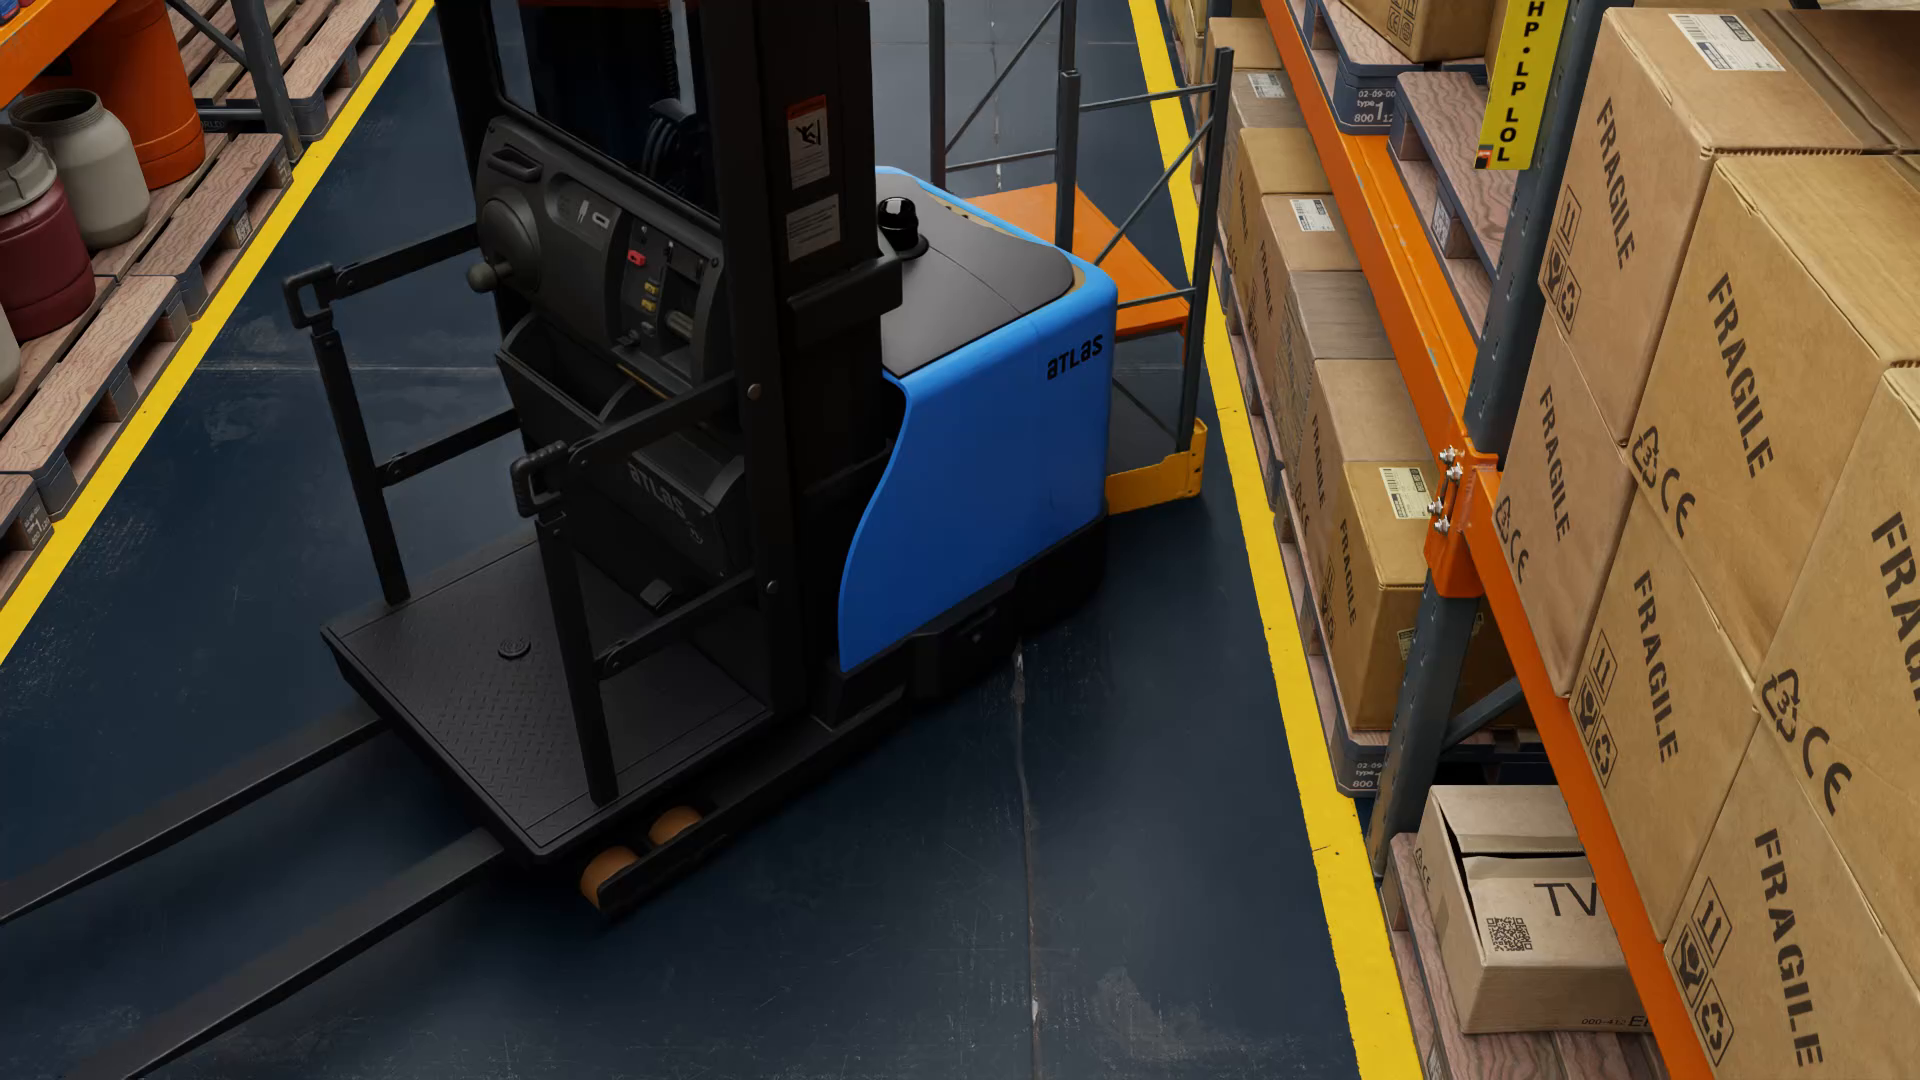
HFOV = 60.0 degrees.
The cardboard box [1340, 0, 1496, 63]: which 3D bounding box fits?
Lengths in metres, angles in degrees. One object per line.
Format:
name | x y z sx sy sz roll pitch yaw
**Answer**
cardboard box | 1.477 -1.661 4.509 0.700 0.500 0.500 -9 40 -11

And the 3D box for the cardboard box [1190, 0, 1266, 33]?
cardboard box | 1.289 -2.492 7.376 0.500 0.311 0.500 1 39 1

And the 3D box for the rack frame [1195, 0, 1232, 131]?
rack frame | 1.536 -2.855 6.414 1.000 3.000 0.127 0 39 0

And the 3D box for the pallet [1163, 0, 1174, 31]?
pallet | 1.576 -3.043 8.878 1.003 0.211 1.213 0 39 0

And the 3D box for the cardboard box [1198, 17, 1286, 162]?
cardboard box | 1.251 -1.767 6.703 0.500 0.500 0.500 2 39 2

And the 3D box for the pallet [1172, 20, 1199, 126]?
pallet | 1.574 -2.282 7.929 1.003 0.211 1.213 0 39 0

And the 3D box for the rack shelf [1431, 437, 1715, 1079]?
rack shelf | 1.543 1.178 1.957 1.077 0.370 4.000 0 39 0

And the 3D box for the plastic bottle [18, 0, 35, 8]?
plastic bottle | -2.989 -1.841 5.242 0.061 0.283 0.133 0 39 0

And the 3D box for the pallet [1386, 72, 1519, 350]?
pallet | 1.649 -0.779 3.976 1.003 0.211 1.213 0 39 0

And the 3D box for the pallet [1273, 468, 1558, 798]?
pallet | 1.502 0.226 4.799 1.003 0.211 1.213 0 39 0

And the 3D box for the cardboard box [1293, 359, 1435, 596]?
cardboard box | 1.261 -0.167 4.707 0.500 0.500 0.500 0 39 0

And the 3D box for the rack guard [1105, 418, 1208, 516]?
rack guard | 0.505 -0.209 5.311 0.587 0.250 0.087 -14 41 -16

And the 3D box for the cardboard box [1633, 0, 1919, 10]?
cardboard box | 1.764 -0.853 3.500 0.700 0.500 0.500 -13 40 -15

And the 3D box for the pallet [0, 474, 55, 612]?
pallet | -3.372 0.253 4.765 1.003 0.211 1.213 0 39 0

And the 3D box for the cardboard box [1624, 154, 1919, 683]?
cardboard box | 1.261 -0.165 2.178 0.500 0.500 0.500 -1 39 -1

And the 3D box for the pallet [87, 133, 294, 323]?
pallet | -3.375 -1.273 6.669 1.003 0.211 1.213 0 39 0

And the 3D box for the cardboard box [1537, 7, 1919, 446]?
cardboard box | 1.260 -0.488 2.581 0.500 0.500 0.500 1 39 1

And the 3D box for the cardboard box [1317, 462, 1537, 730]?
cardboard box | 1.254 0.142 4.322 0.500 0.500 0.500 0 39 0

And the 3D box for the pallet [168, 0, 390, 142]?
pallet | -3.379 -2.250 7.889 1.003 0.211 1.213 0 39 0

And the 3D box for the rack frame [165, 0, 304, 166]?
rack frame | -3.417 -2.854 6.413 1.000 3.000 0.127 0 39 0

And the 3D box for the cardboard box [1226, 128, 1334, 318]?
cardboard box | 1.253 -1.125 5.903 0.500 0.500 0.500 -1 39 -1

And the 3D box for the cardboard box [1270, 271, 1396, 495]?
cardboard box | 1.261 -0.481 5.099 0.500 0.500 0.500 0 39 1

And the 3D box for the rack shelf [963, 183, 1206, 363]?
rack shelf | 0.323 -0.852 5.402 0.538 0.185 1.000 -14 41 -16

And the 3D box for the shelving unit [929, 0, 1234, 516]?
shelving unit | 0.326 -0.987 5.283 0.587 1.500 1.083 -14 41 -16

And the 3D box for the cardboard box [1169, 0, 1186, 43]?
cardboard box | 1.287 -2.597 7.955 0.500 0.250 0.500 0 39 -1

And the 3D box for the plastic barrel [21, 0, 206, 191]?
plastic barrel | -3.400 -1.865 6.578 0.600 0.830 0.708 0 39 0

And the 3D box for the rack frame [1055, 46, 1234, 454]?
rack frame | 0.506 -0.696 4.919 0.500 1.500 0.032 -14 41 -16

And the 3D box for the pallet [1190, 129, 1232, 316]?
pallet | 1.499 -1.300 6.703 1.003 0.211 1.213 0 39 0

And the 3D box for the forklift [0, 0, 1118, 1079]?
forklift | -0.981 -0.593 3.646 3.031 2.935 1.130 -30 48 -32

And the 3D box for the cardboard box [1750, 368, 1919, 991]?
cardboard box | 1.261 0.156 1.777 0.500 0.500 0.500 -1 39 -1

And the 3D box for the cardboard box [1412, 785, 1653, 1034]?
cardboard box | 1.325 0.786 3.668 0.500 0.311 0.500 0 39 0

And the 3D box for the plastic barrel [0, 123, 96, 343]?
plastic barrel | -3.398 -1.065 5.772 0.600 0.588 0.708 0 39 0

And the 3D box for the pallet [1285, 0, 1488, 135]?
pallet | 1.543 -1.564 4.957 1.003 0.211 1.213 0 39 0

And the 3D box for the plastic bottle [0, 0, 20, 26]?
plastic bottle | -3.030 -1.768 5.097 0.144 0.351 0.185 0 39 0

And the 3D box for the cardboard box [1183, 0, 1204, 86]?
cardboard box | 1.292 -2.275 7.553 0.500 0.250 0.500 1 39 1

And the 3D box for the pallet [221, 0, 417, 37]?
pallet | -3.378 -3.011 8.839 1.003 0.211 1.213 0 39 0

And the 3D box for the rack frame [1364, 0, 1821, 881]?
rack frame | 1.541 -0.354 3.293 1.000 3.000 0.127 0 39 0

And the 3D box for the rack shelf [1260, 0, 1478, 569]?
rack shelf | 1.538 -1.324 5.078 1.077 0.370 4.000 0 39 0

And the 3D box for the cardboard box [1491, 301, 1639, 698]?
cardboard box | 1.269 -0.074 2.863 0.500 0.500 0.500 1 39 1

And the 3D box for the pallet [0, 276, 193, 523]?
pallet | -3.376 -0.512 5.720 1.003 0.211 1.213 0 39 0

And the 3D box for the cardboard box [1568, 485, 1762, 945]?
cardboard box | 1.273 0.246 2.464 0.500 0.500 0.500 1 39 1

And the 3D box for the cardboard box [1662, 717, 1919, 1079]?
cardboard box | 1.271 0.559 2.074 0.500 0.500 0.500 0 39 0

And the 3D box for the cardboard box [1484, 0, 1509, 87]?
cardboard box | 1.700 -1.283 4.037 0.700 0.500 0.500 6 39 7

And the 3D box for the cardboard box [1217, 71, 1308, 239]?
cardboard box | 1.257 -1.439 6.294 0.500 0.500 0.500 -1 39 -2

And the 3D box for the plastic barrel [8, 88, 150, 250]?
plastic barrel | -3.310 -1.388 6.237 0.421 0.512 0.421 0 39 0

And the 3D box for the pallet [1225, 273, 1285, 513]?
pallet | 1.498 -0.539 5.754 1.003 0.211 1.213 0 39 0

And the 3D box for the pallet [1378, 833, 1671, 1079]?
pallet | 1.541 1.164 3.629 1.003 0.211 1.213 0 39 0

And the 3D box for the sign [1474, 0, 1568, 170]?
sign | 0.986 -0.803 2.927 0.100 0.325 0.005 0 39 0

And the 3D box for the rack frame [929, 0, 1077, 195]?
rack frame | 0.139 -1.289 5.659 0.500 1.500 0.032 -14 41 -16

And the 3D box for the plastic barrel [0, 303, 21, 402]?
plastic barrel | -3.308 -0.682 5.356 0.421 0.512 0.421 0 39 0

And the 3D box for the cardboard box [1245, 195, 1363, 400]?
cardboard box | 1.258 -0.799 5.496 0.500 0.500 0.500 -1 39 -2
